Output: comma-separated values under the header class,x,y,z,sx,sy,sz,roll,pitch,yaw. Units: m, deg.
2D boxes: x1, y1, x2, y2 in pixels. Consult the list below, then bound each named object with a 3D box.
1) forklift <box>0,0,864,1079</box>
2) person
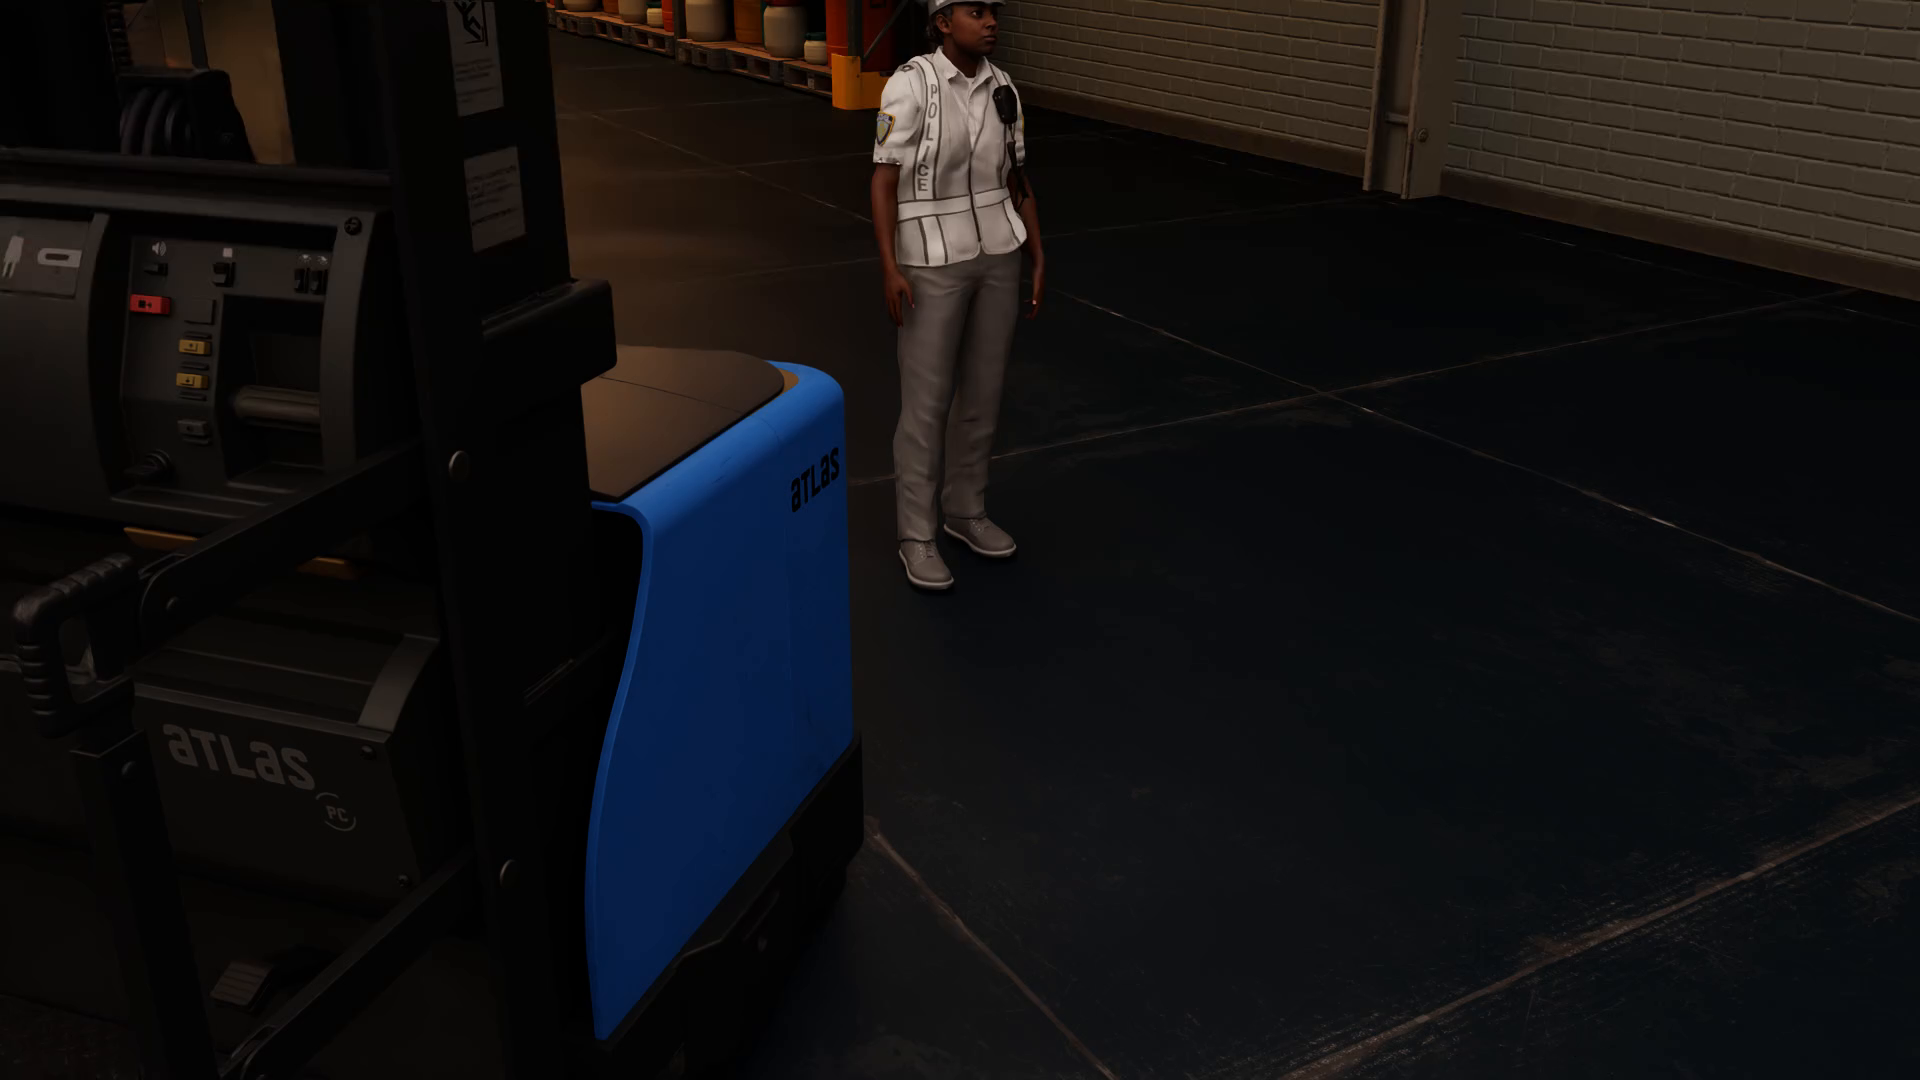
class,x,y,z,sx,sy,sz,roll,pitch,yaw
forklift,-1.163,-0.219,1.807,1.130,2.935,3.031,8,23,18
person,0.020,-0.762,4.741,0.570,1.695,0.530,-12,25,-28
